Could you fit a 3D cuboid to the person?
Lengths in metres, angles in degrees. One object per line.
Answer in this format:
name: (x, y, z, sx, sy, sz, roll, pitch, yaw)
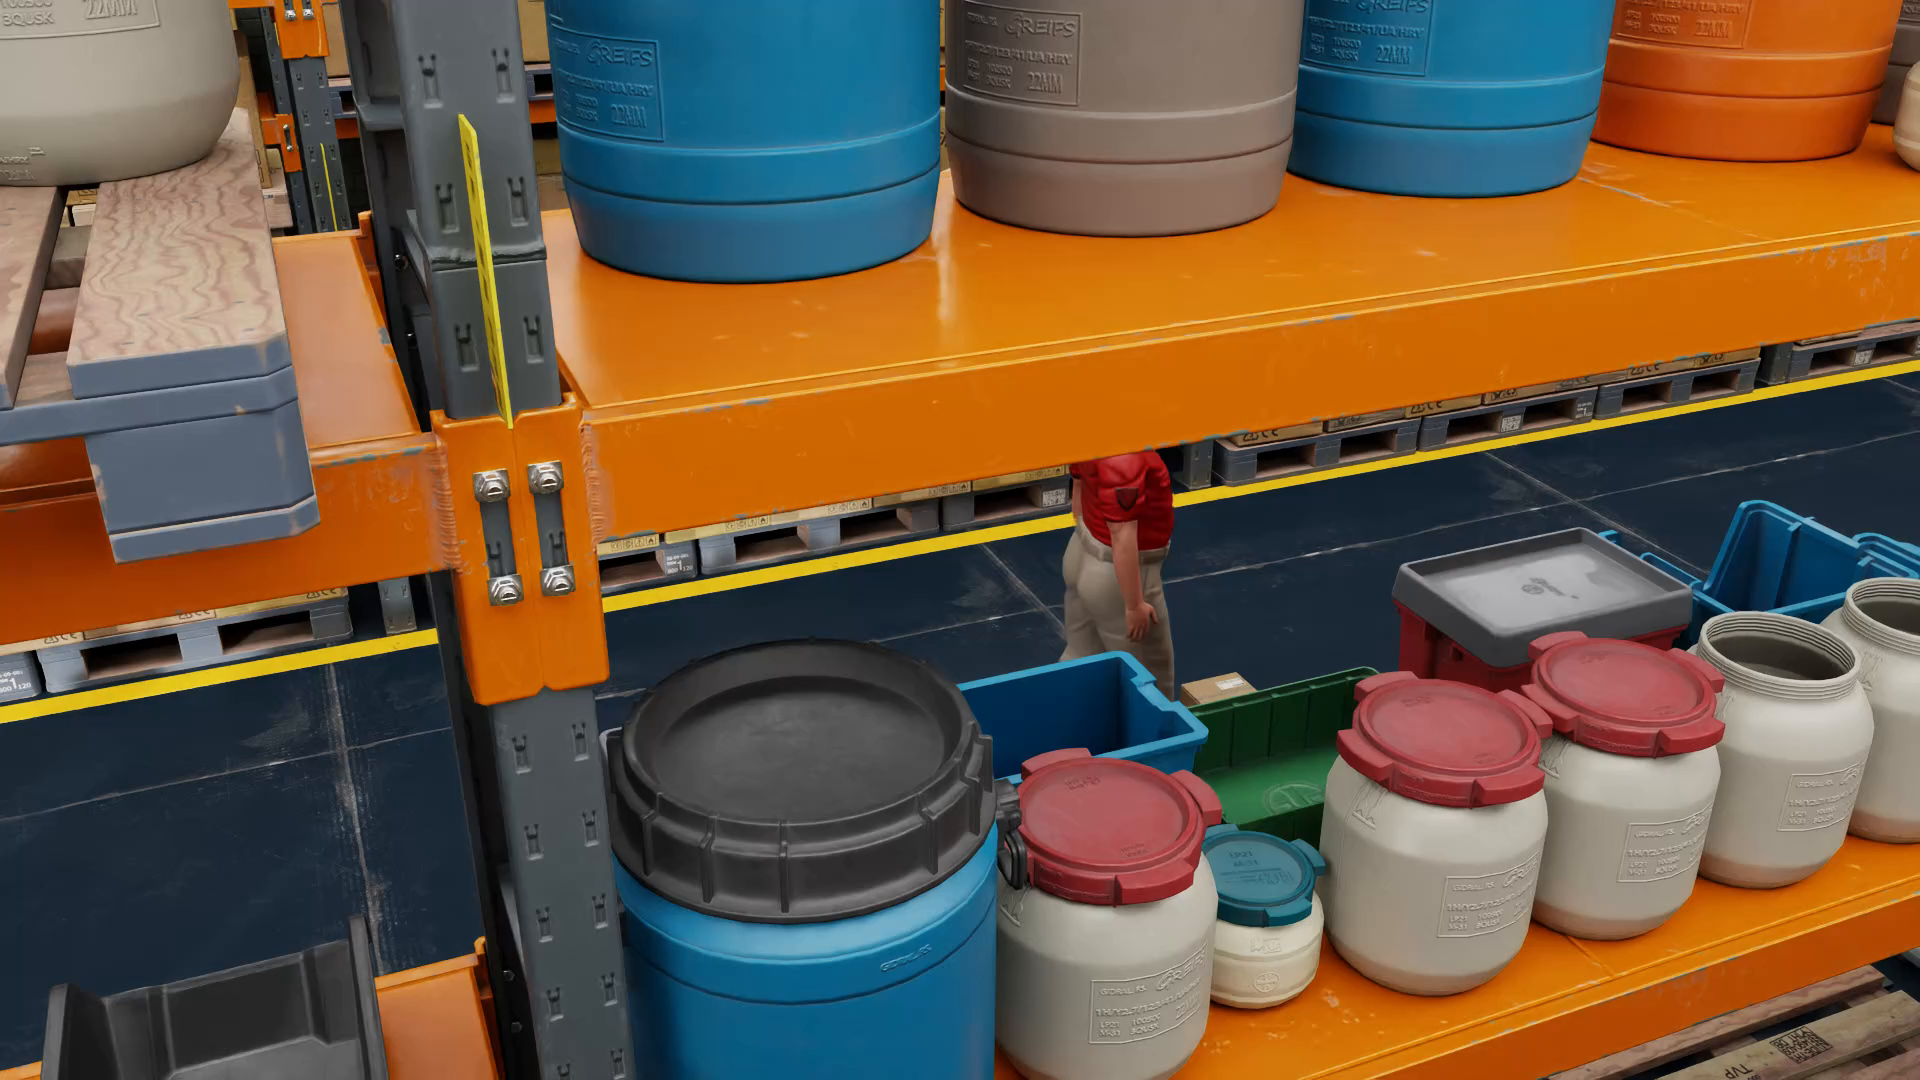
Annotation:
person: (0.651, 0.109, 5.894, 0.620, 1.719, 0.541, -6, 26, -11)
